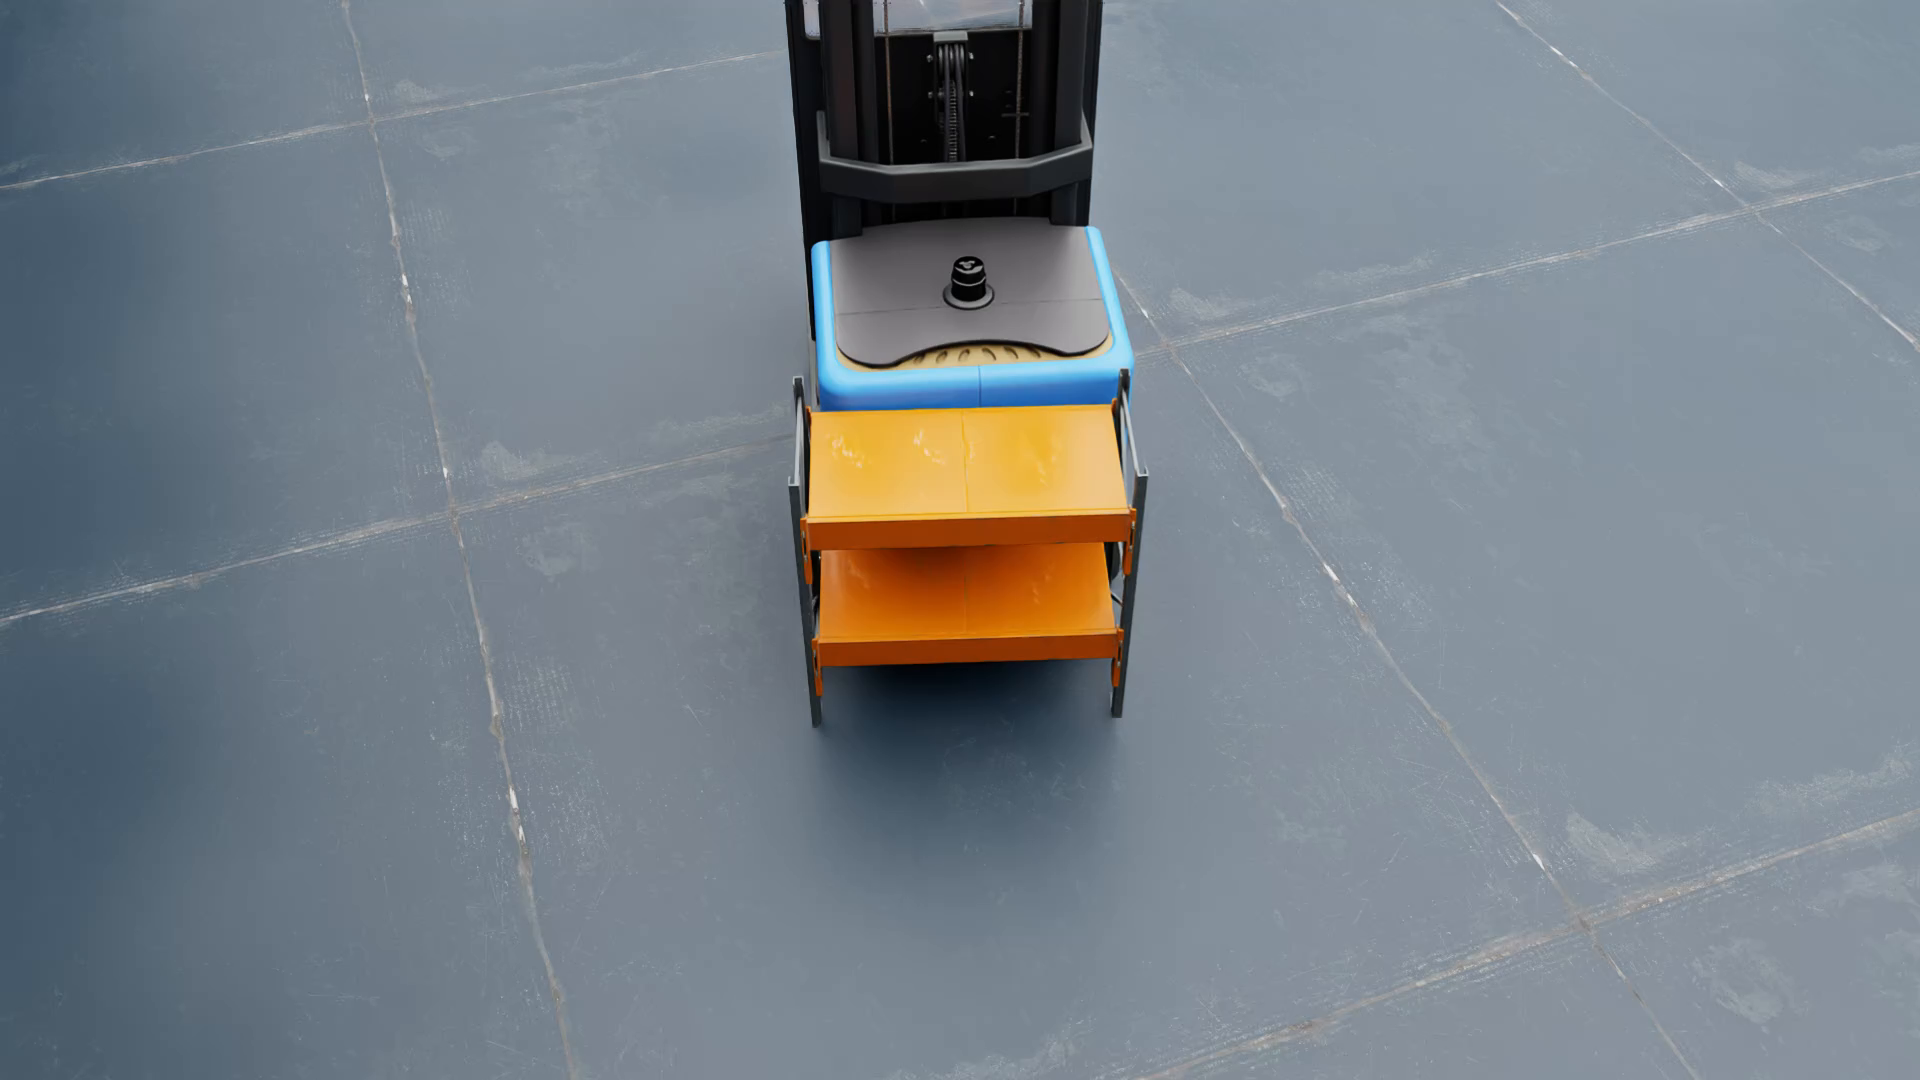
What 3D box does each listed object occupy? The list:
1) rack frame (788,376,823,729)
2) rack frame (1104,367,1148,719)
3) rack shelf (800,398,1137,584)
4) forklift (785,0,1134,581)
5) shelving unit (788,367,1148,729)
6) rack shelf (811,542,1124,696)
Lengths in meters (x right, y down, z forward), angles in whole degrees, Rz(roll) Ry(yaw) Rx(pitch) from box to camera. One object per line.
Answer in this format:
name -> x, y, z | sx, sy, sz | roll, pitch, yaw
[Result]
rack frame -> -0.492, 0.063, 5.393 | 0.032, 1.125, 0.500 | -2, 45, -2
rack frame -> 0.524, 0.034, 5.422 | 0.032, 1.125, 0.500 | -2, 45, -2
rack shelf -> 0.016, -0.158, 5.200 | 1.000, 0.278, 0.538 | -2, 45, -2
forklift -> -0.079, -1.851, 6.026 | 1.130, 2.935, 3.031 | -4, 45, -4
shelving unit -> 0.016, 0.048, 5.408 | 1.048, 1.125, 0.538 | -2, 45, -2
rack shelf -> 0.016, 0.221, 5.581 | 1.000, 0.278, 0.538 | -2, 45, -2
